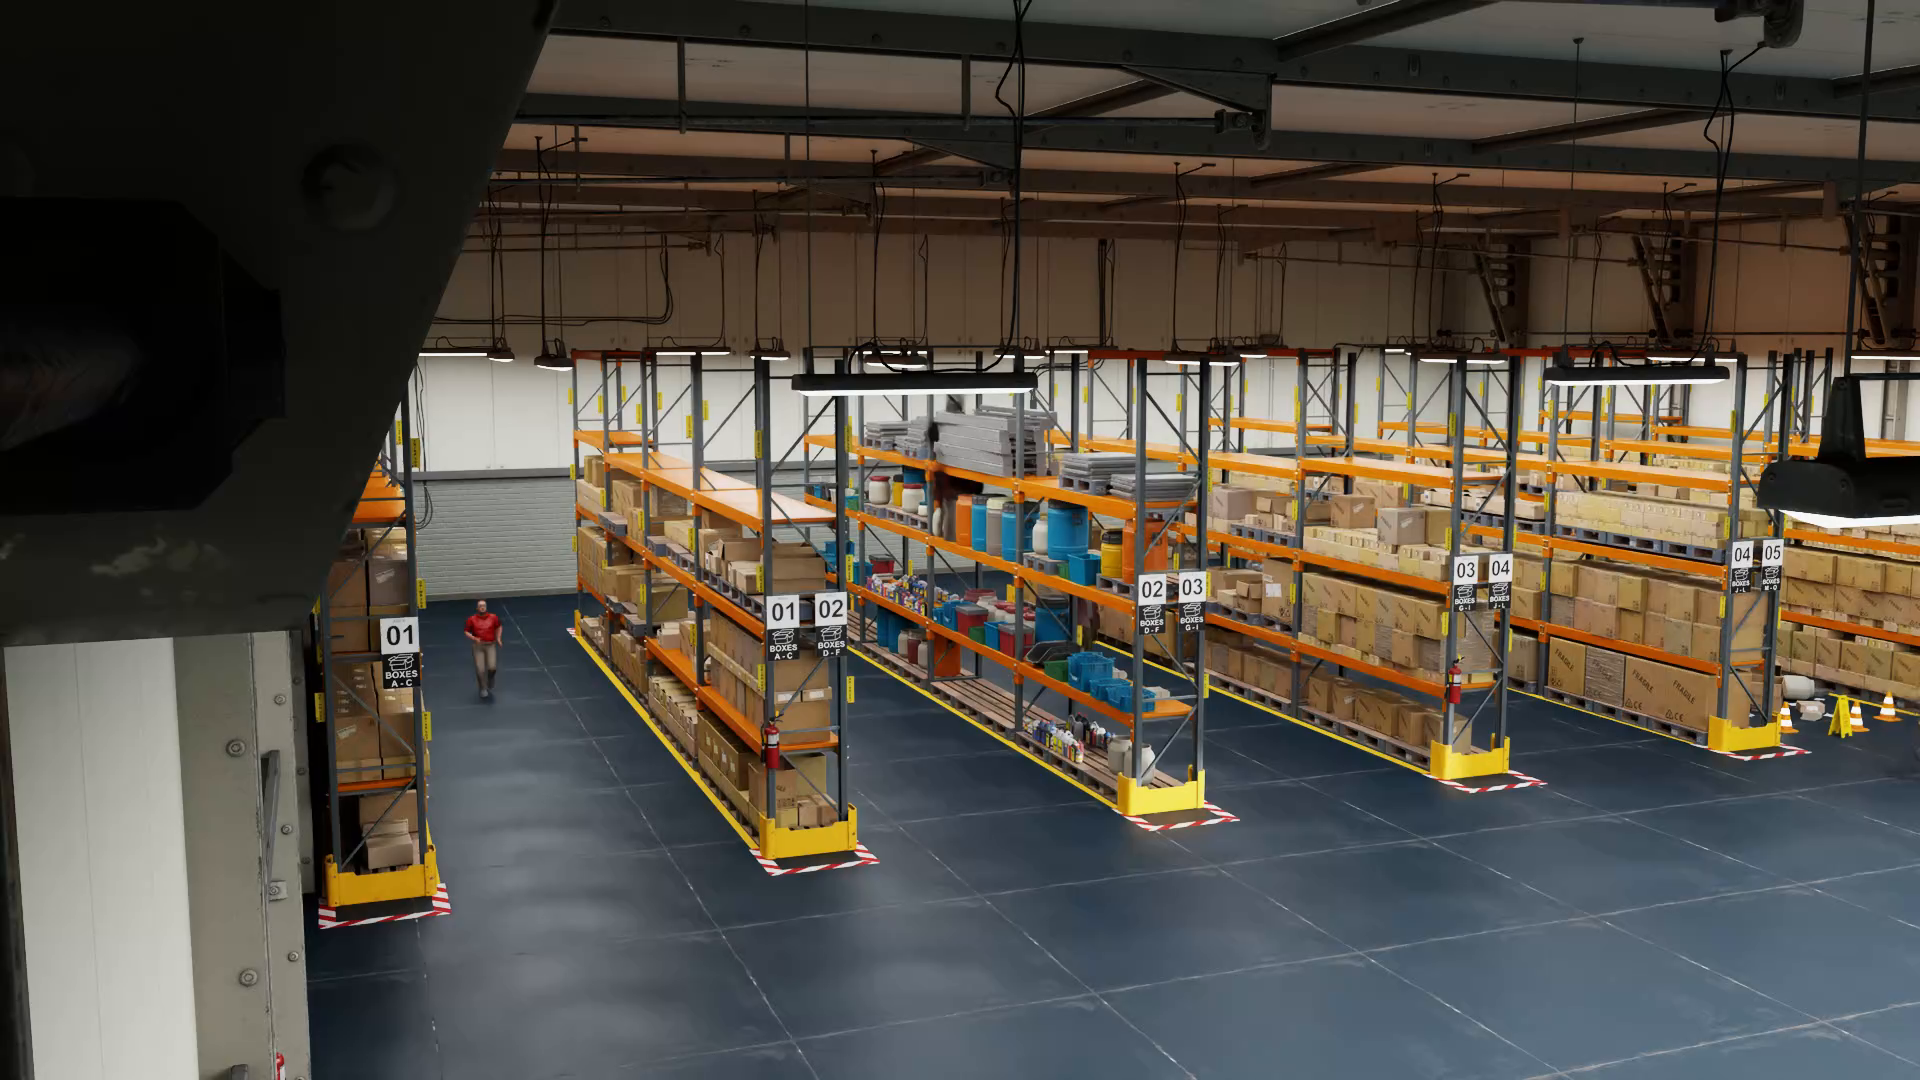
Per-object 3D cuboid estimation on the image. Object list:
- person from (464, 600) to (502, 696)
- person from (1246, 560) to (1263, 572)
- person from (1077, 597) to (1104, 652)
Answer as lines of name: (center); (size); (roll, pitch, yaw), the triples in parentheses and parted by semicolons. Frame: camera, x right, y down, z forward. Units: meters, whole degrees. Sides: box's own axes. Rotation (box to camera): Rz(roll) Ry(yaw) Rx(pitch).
person: (-8.307, 1.893, 29.054); (0.658, 1.686, 0.593); (-3, 8, -22)
person: (7.468, 0.292, 42.076); (0.760, 1.681, 0.600); (-3, 8, -24)
person: (2.451, 1.490, 32.044); (0.704, 1.772, 0.836); (-2, 7, -12)
